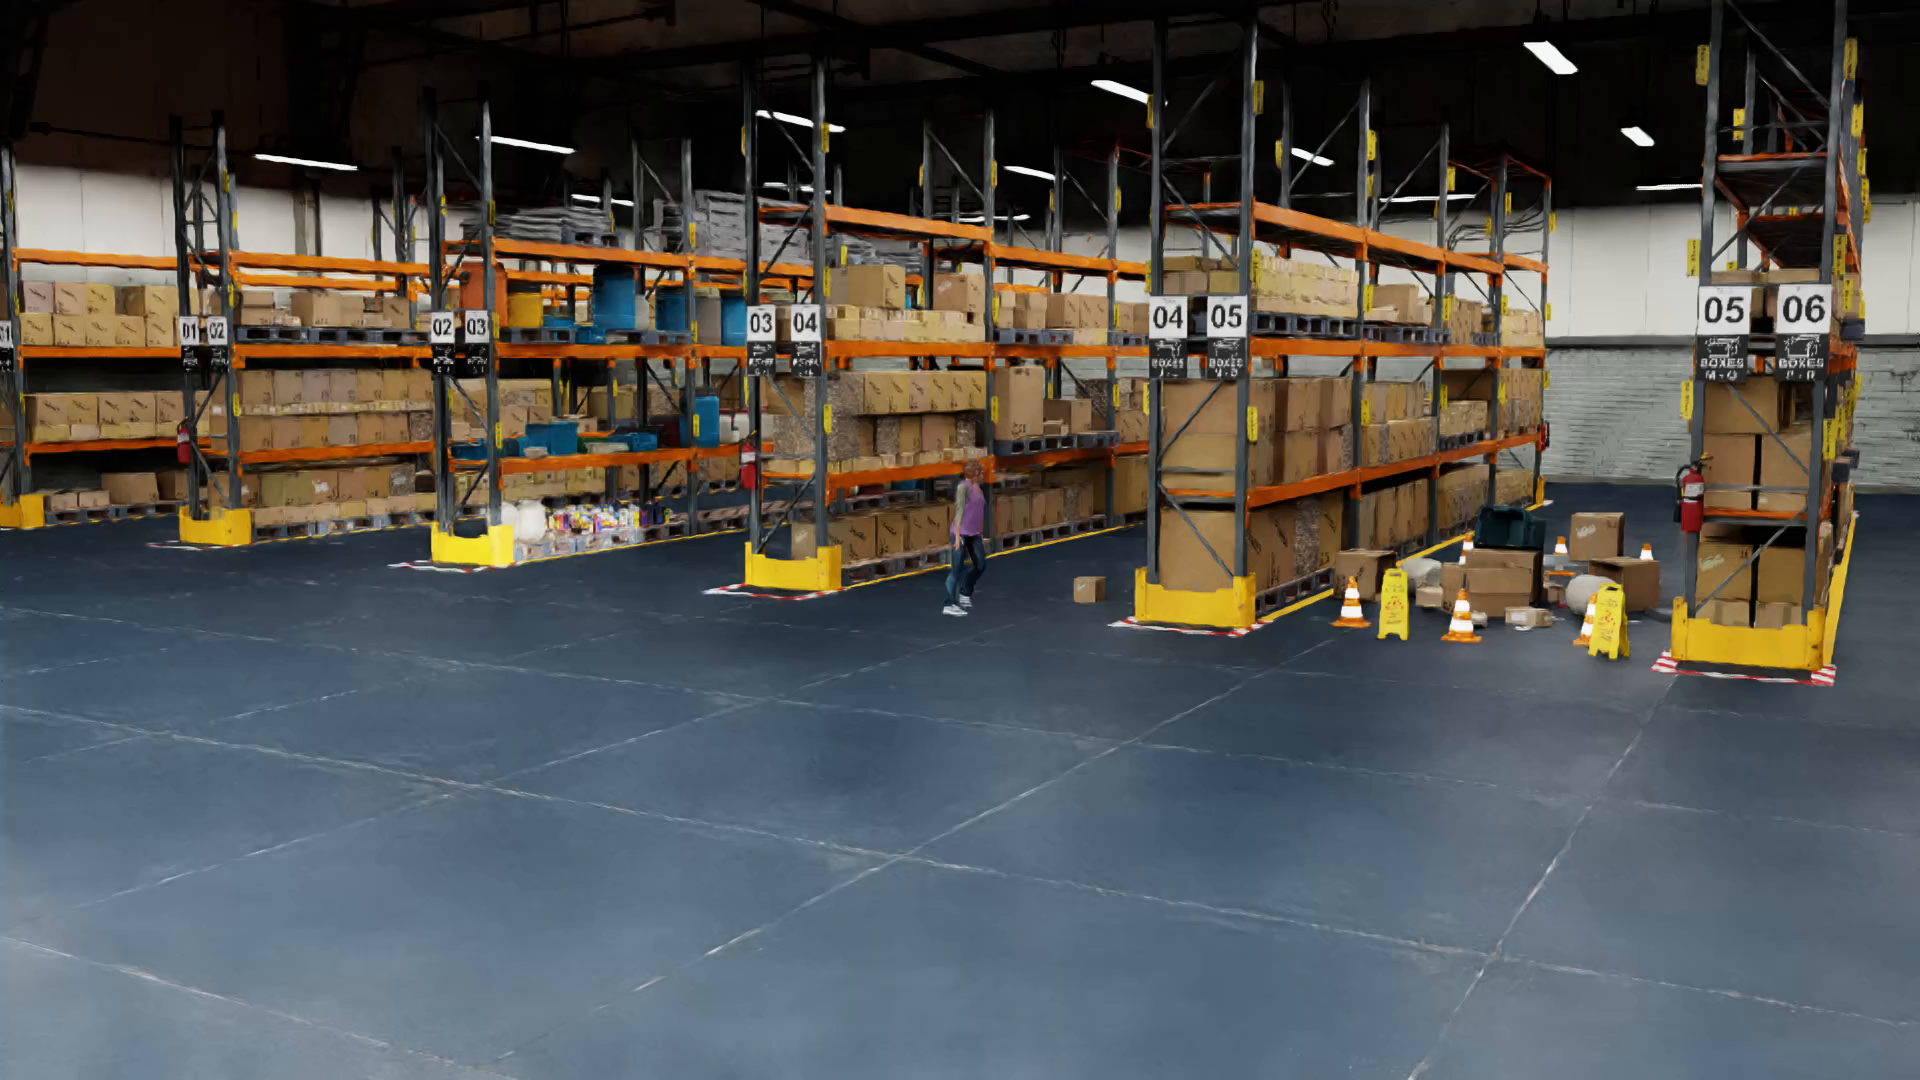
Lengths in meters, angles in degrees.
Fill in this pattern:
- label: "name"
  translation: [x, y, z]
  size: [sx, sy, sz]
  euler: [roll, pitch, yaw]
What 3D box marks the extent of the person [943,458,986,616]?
- label: "person"
  translation: [0.043, -0.036, 17.004]
  size: [0.372, 1.569, 0.526]
  euler: [5, 8, 37]
